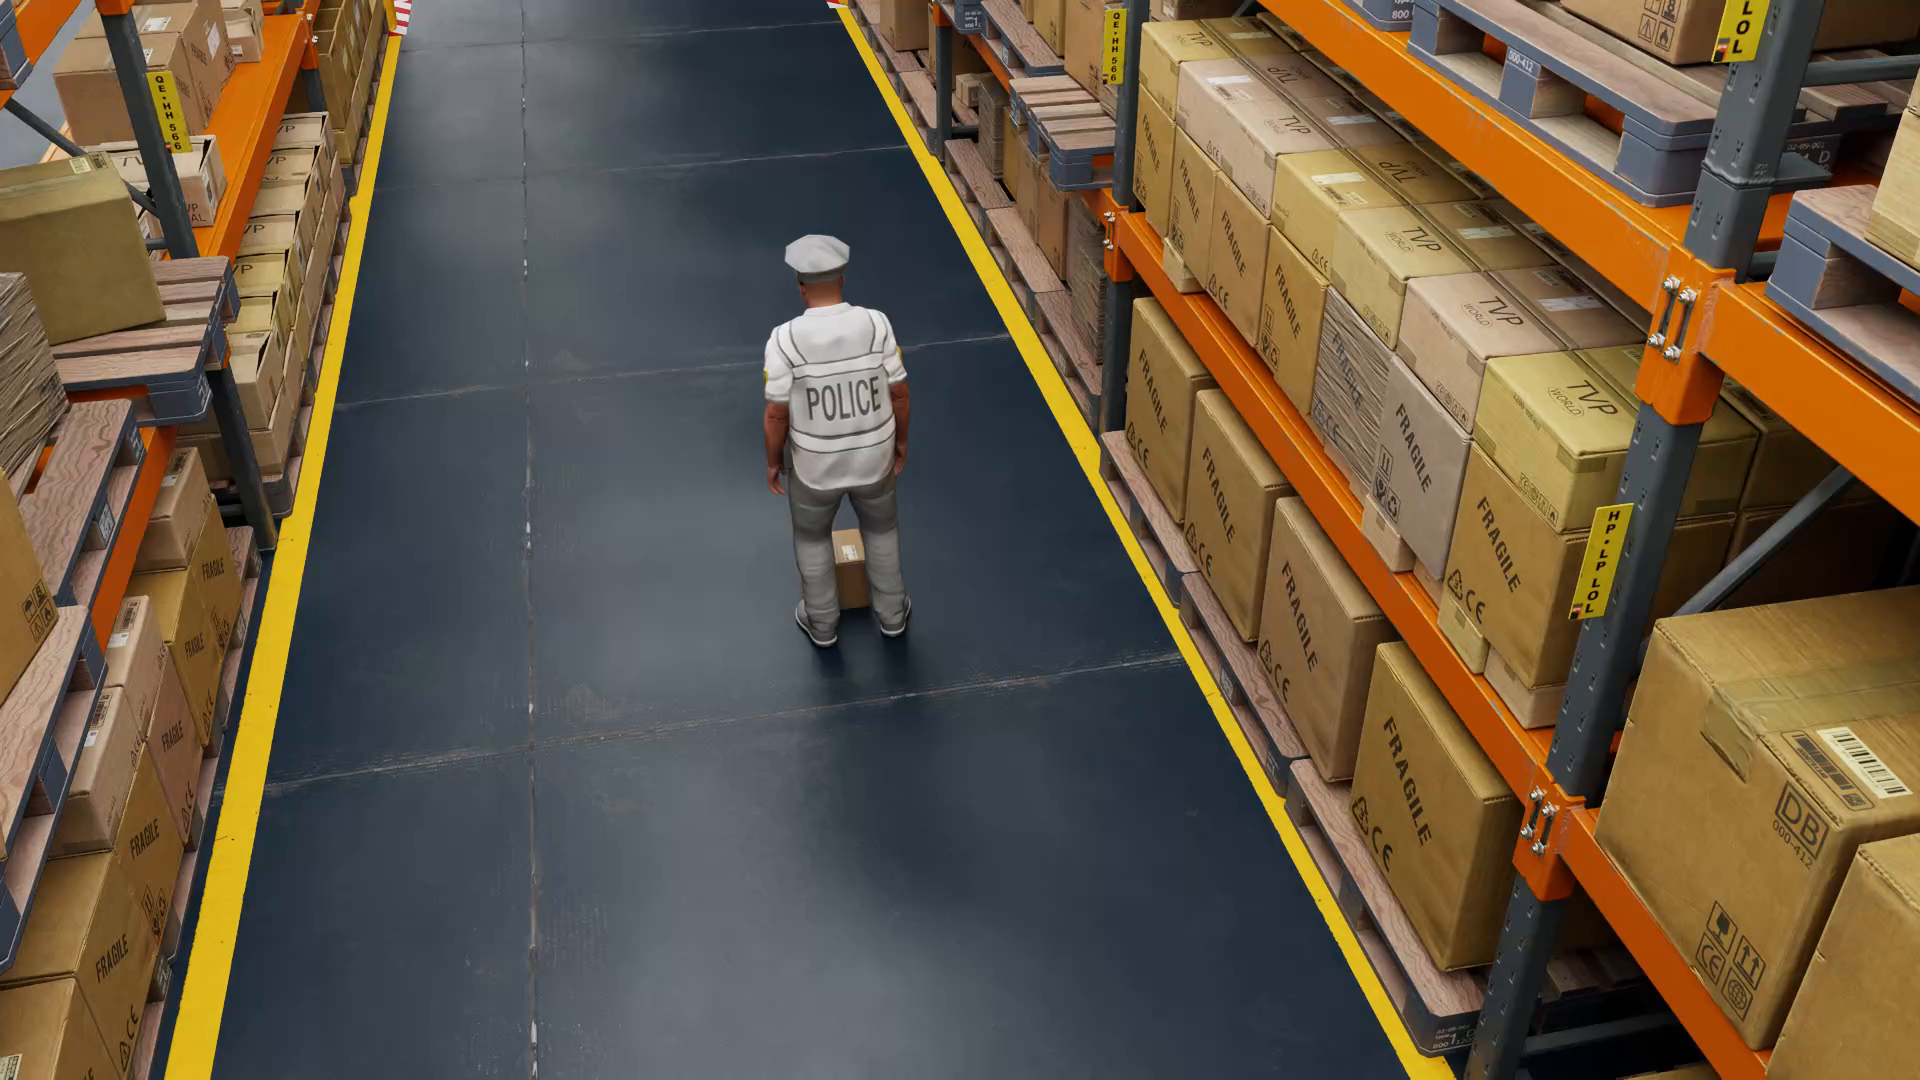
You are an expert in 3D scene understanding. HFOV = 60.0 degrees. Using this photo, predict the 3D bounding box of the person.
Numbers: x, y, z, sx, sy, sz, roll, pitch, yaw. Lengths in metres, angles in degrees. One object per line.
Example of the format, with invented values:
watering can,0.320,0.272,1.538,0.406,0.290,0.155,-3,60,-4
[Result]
person,-0.478,-0.337,6.633,0.606,1.748,0.443,-9,35,-13
